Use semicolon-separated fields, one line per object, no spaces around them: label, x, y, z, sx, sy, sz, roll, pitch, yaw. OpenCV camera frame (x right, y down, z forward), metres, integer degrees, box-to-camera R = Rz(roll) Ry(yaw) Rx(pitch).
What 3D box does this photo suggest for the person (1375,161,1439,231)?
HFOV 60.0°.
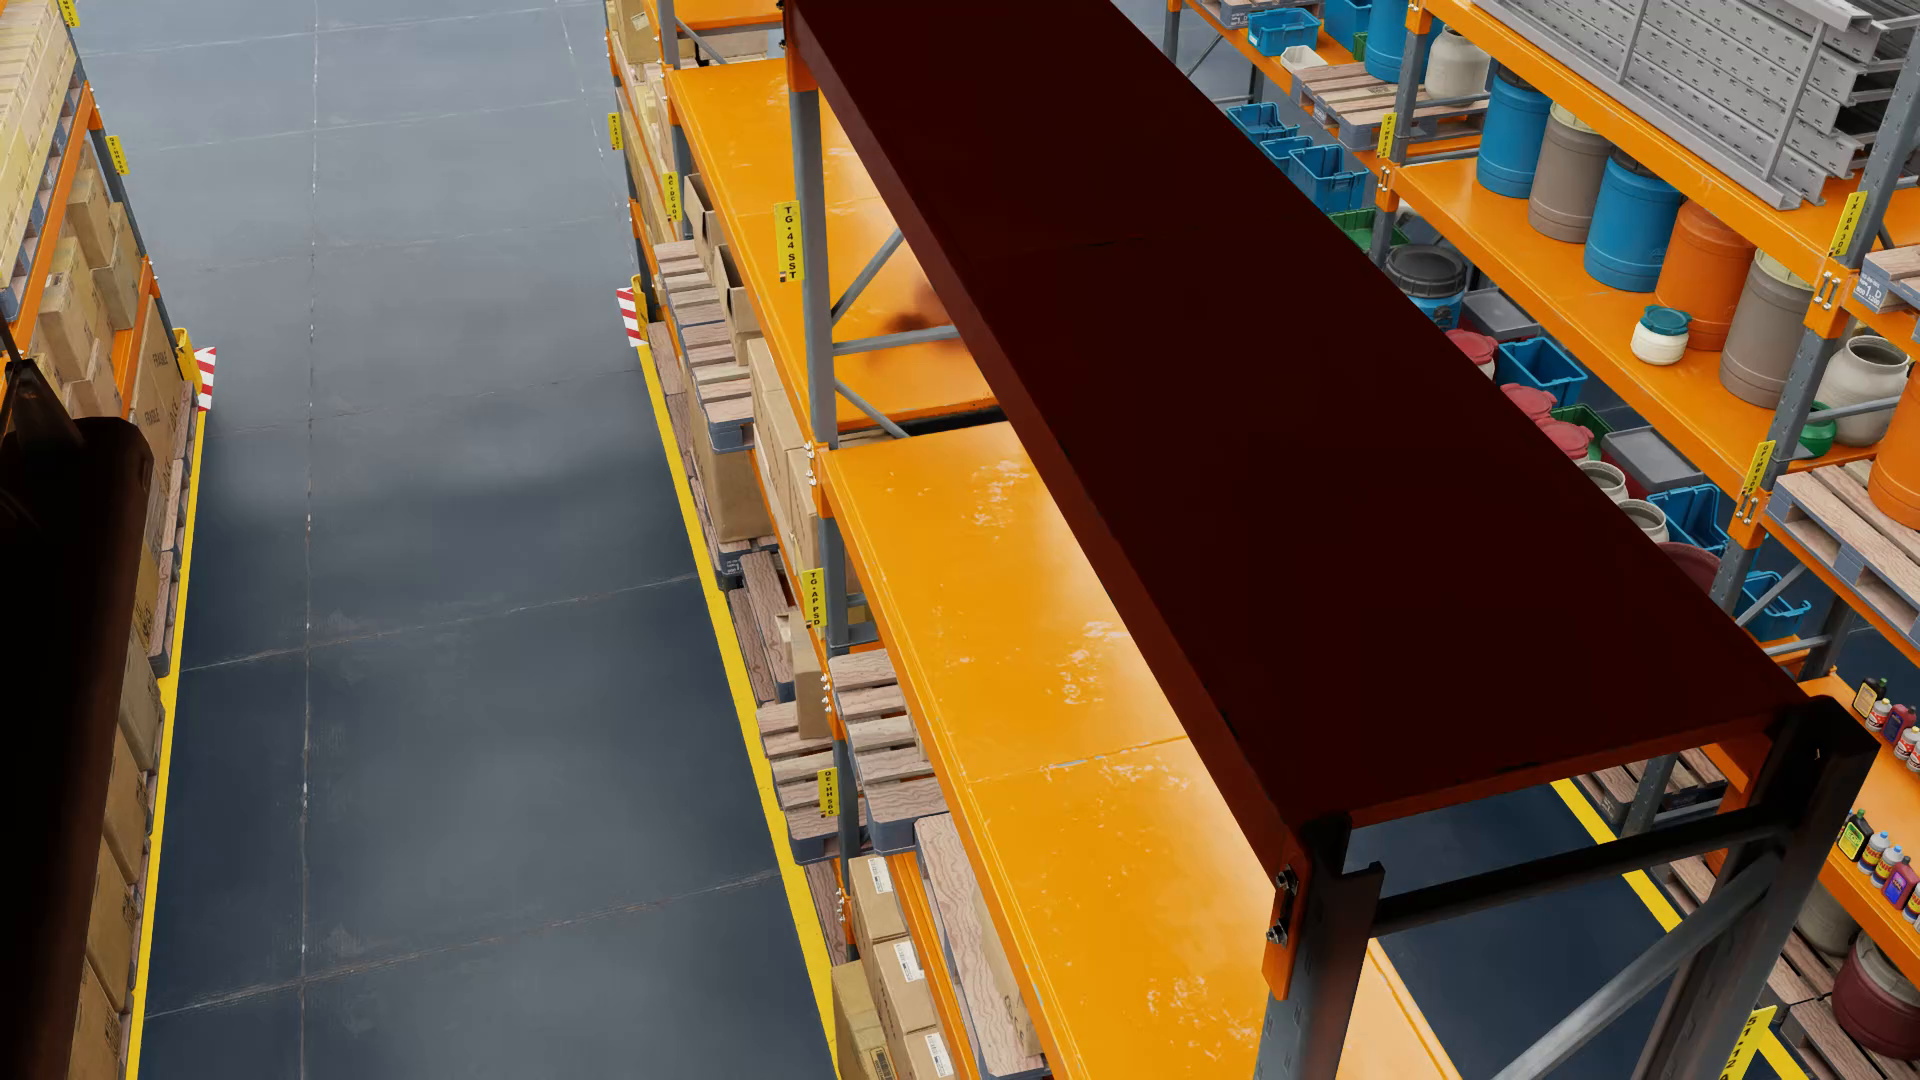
person;4.116;-3.125;15.465;0.618;1.651;0.741;-7;39;-9
